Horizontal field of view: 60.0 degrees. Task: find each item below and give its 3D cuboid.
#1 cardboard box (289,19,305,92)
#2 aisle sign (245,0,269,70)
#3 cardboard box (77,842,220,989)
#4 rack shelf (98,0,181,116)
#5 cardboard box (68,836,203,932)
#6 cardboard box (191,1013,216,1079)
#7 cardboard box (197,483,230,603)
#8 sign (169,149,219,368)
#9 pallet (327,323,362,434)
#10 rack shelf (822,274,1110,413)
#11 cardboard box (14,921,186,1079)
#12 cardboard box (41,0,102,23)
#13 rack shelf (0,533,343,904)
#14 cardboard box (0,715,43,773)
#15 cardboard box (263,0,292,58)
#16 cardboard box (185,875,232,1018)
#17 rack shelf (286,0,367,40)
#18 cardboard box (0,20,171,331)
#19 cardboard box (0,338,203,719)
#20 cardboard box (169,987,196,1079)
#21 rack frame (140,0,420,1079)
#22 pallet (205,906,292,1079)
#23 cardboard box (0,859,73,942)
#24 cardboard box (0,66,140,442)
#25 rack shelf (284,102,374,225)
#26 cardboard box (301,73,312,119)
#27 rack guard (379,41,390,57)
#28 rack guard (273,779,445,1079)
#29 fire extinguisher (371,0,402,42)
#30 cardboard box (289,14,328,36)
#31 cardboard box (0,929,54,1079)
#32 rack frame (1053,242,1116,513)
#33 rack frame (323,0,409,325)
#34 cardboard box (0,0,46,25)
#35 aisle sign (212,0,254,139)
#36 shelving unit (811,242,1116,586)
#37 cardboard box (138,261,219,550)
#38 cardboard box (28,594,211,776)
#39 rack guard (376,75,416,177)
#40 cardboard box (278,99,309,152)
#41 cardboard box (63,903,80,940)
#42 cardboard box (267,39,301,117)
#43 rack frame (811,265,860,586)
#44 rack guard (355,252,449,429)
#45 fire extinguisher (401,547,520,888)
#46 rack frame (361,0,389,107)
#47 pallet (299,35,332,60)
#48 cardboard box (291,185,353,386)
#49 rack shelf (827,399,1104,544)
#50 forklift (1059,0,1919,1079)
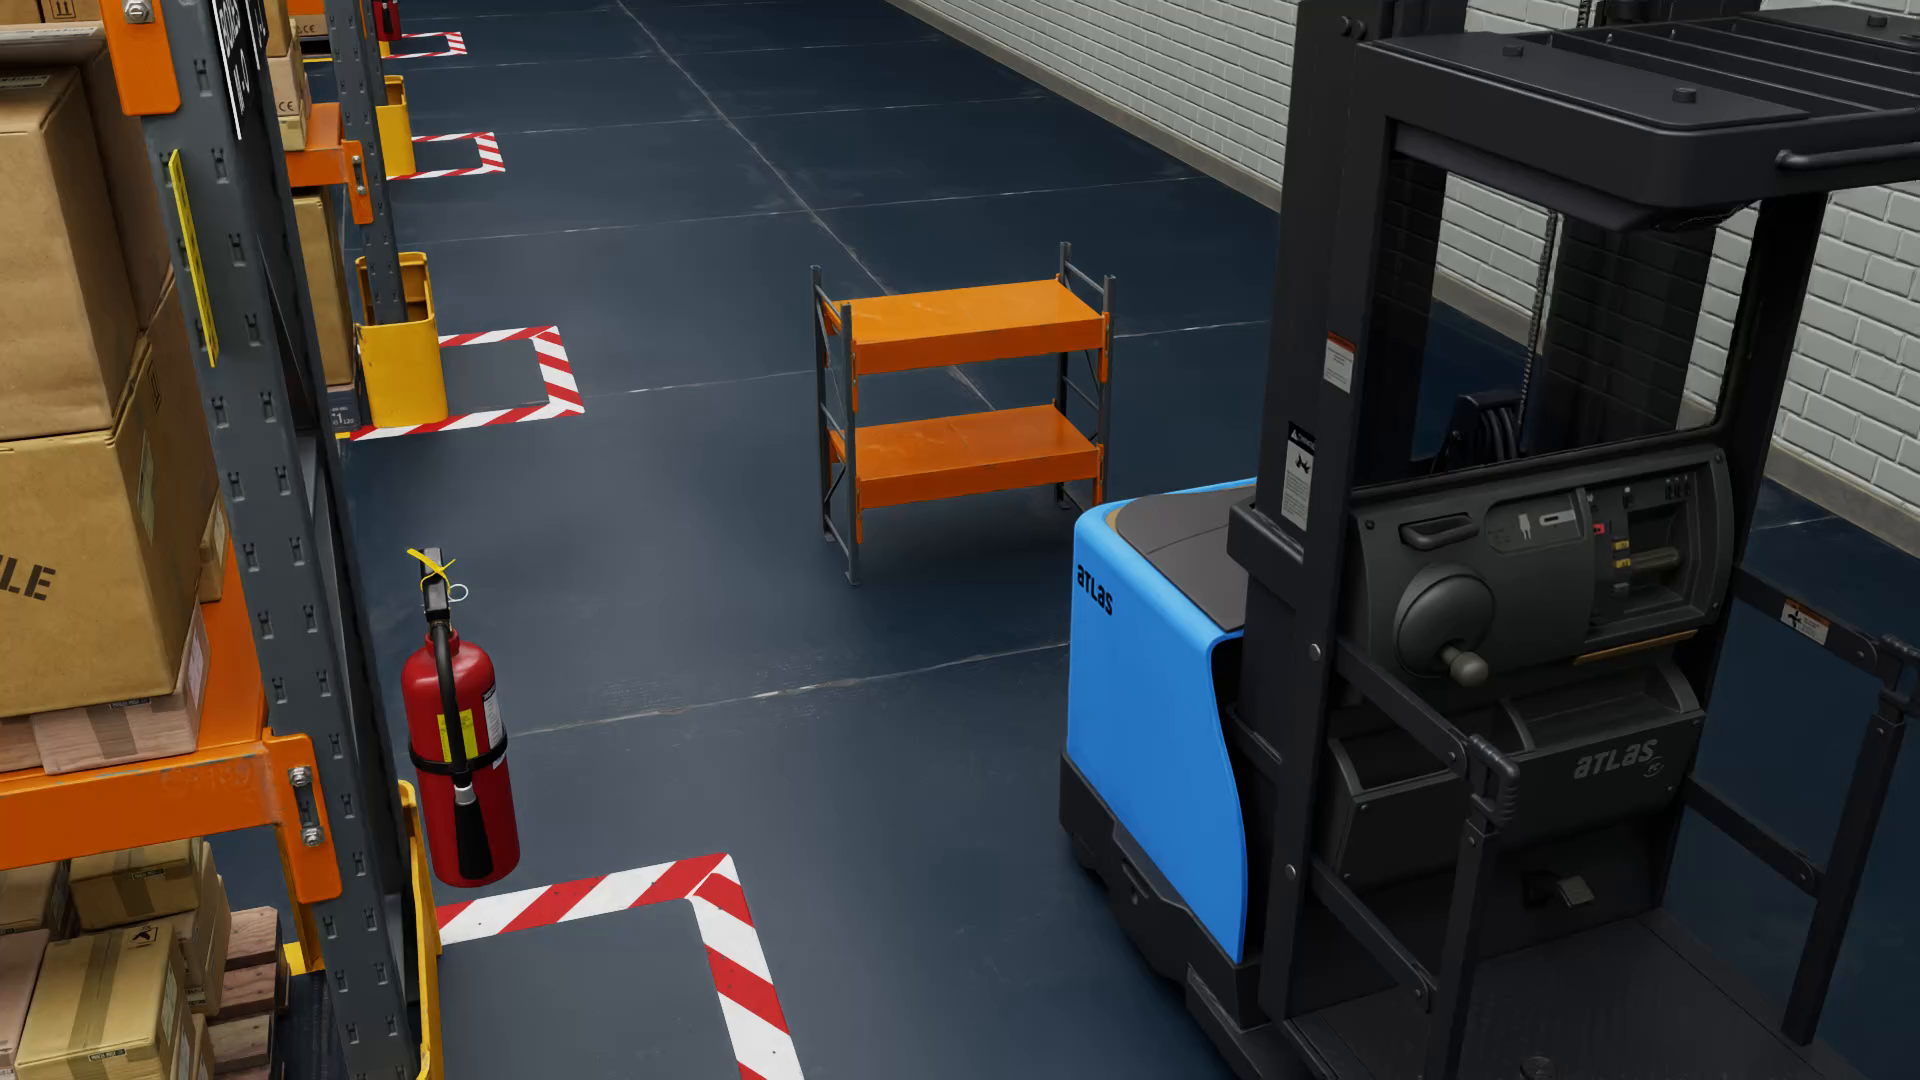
[{"bbox_3d":[-3.329,-2.240,7.724,0.500,0.250,0.500,-9,28,-17],"label":"cardboard box"},{"bbox_3d":[-1.373,-1.316,3.105,0.004,0.787,0.394,-8,28,-16],"label":"aisle sign"},{"bbox_3d":[-1.927,0.904,3.955,0.250,0.149,0.380,-7,27,-14],"label":"cardboard box"},{"bbox_3d":[-3.251,-0.761,2.345,4.000,0.370,1.077,-8,28,-16],"label":"rack shelf"},{"bbox_3d":[-1.953,0.736,3.960,0.250,0.149,0.380,-10,28,-18],"label":"cardboard box"},{"bbox_3d":[-1.786,1.234,3.624,0.250,0.149,0.380,-8,27,-15],"label":"cardboard box"},{"bbox_3d":[-1.759,0.003,3.652,0.250,0.149,0.380,-8,28,-17],"label":"cardboard box"},{"bbox_3d":[-1.197,-0.438,2.601,0.005,0.325,0.100,-8,28,-16],"label":"sign"},{"bbox_3d":[-3.526,-0.734,7.991,1.213,0.211,1.003,-8,28,-16],"label":"pallet"},{"bbox_3d":[0.006,-0.767,6.372,1.000,0.278,0.538,-8,28,-16],"label":"rack shelf"},{"bbox_3d":[-1.774,0.987,3.453,0.250,0.149,0.380,-8,27,-16],"label":"cardboard box"},{"bbox_3d":[-3.805,-2.507,7.418,0.500,0.500,0.500,-9,28,-17],"label":"cardboard box"},{"bbox_3d":[-3.251,0.582,3.012,4.000,0.370,1.077,-8,28,-16],"label":"rack shelf"},{"bbox_3d":[-1.820,0.280,3.095,0.250,0.149,0.380,-8,28,-16],"label":"cardboard box"},{"bbox_3d":[-3.171,-2.350,7.101,0.500,0.500,0.500,-8,27,-15],"label":"cardboard box"},{"bbox_3d":[-1.947,1.010,4.075,0.250,0.149,0.380,-8,27,-15],"label":"cardboard box"},{"bbox_3d":[-6.225,-3.623,11.483,4.000,0.370,1.077,-8,28,-16],"label":"rack shelf"},{"bbox_3d":[-1.859,-0.691,3.198,0.500,0.500,0.500,-8,28,-16],"label":"cardboard box"},{"bbox_3d":[-1.697,-0.022,2.975,0.500,0.500,0.500,-8,27,-15],"label":"cardboard box"},{"bbox_3d":[-1.763,1.134,3.492,0.250,0.149,0.380,-9,28,-17],"label":"cardboard box"},{"bbox_3d":[-1.350,-0.015,3.407,0.127,3.000,1.000,-8,28,-16],"label":"rack frame"},{"bbox_3d":[-2.205,1.341,3.811,1.213,0.211,1.003,-8,28,-16],"label":"pallet"},{"bbox_3d":[-2.178,0.825,3.781,0.250,0.149,0.380,-8,27,-15],"label":"cardboard box"},{"bbox_3d":[-1.708,-0.473,2.758,0.500,0.500,0.500,-9,28,-17],"label":"cardboard box"},{"bbox_3d":[-4.691,-1.529,7.265,4.000,0.370,1.077,-8,28,-16],"label":"rack shelf"},{"bbox_3d":[-3.229,-2.104,7.898,0.250,0.149,0.380,-8,27,-16],"label":"cardboard box"},{"bbox_3d":[-5.926,-5.185,16.632,0.348,0.500,1.175,-8,28,-16],"label":"rack guard"},{"bbox_3d":[-1.422,1.115,3.942,0.348,0.500,1.175,-8,28,-16],"label":"rack guard"},{"bbox_3d":[-4.039,-3.847,11.633,0.183,0.674,0.296,-8,28,-16],"label":"fire extinguisher"},{"bbox_3d":[-6.294,-5.214,16.195,0.500,0.500,0.500,-8,28,-16],"label":"cardboard box"},{"bbox_3d":[-2.031,0.998,3.432,0.250,0.149,0.380,-8,27,-15],"label":"cardboard box"},{"bbox_3d":[0.490,-0.575,6.643,0.032,1.125,0.500,-8,28,-16],"label":"rack frame"},{"bbox_3d":[-2.789,-2.126,7.660,0.127,3.000,1.000,-8,28,-16],"label":"rack frame"},{"bbox_3d":[-4.296,-2.433,7.269,0.500,0.500,0.500,-9,28,-17],"label":"cardboard box"},{"bbox_3d":[-1.187,-1.063,2.594,0.004,0.787,0.394,-8,28,-16],"label":"aisle sign"},{"bbox_3d":[0.006,-0.505,6.502,1.048,1.125,0.538,-8,28,-16],"label":"shelving unit"},{"bbox_3d":[-1.862,-0.248,3.430,0.500,0.500,0.500,-7,27,-14],"label":"cardboard box"},{"bbox_3d":[-1.572,0.262,3.132,0.250,0.149,0.380,-8,28,-16],"label":"cardboard box"},{"bbox_3d":[-4.304,-3.110,12.451,0.348,0.500,1.175,-8,28,-16],"label":"rack guard"},{"bbox_3d":[-3.026,-1.825,7.336,0.250,0.149,0.380,-8,27,-15],"label":"cardboard box"},{"bbox_3d":[-2.205,0.918,3.927,0.250,0.149,0.380,-8,28,-16],"label":"cardboard box"},{"bbox_3d":[-3.168,-2.013,7.266,0.500,0.250,0.500,-9,28,-17],"label":"cardboard box"},{"bbox_3d":[-0.477,-0.435,6.361,0.032,1.125,0.500,-8,28,-16],"label":"rack frame"},{"bbox_3d":[-2.767,-1.010,8.222,0.348,0.500,1.175,-8,28,-16],"label":"rack guard"},{"bbox_3d":[-0.967,0.347,3.184,0.183,0.674,0.296,-8,28,-16],"label":"fire extinguisher"},{"bbox_3d":[-4.323,-4.220,11.878,0.127,3.000,1.000,-8,28,-16],"label":"rack frame"},{"bbox_3d":[-6.684,-4.945,16.475,1.213,0.211,1.003,-8,28,-16],"label":"pallet"},{"bbox_3d":[-3.373,-1.241,7.793,0.875,0.875,0.875,-8,28,-16],"label":"cardboard box"},{"bbox_3d":[0.006,-0.286,6.610,1.000,0.278,0.538,-8,28,-16],"label":"rack shelf"},{"bbox_3d":[1.306,0.090,3.273,1.130,2.935,3.031,-10,28,-19],"label":"forklift"}]
